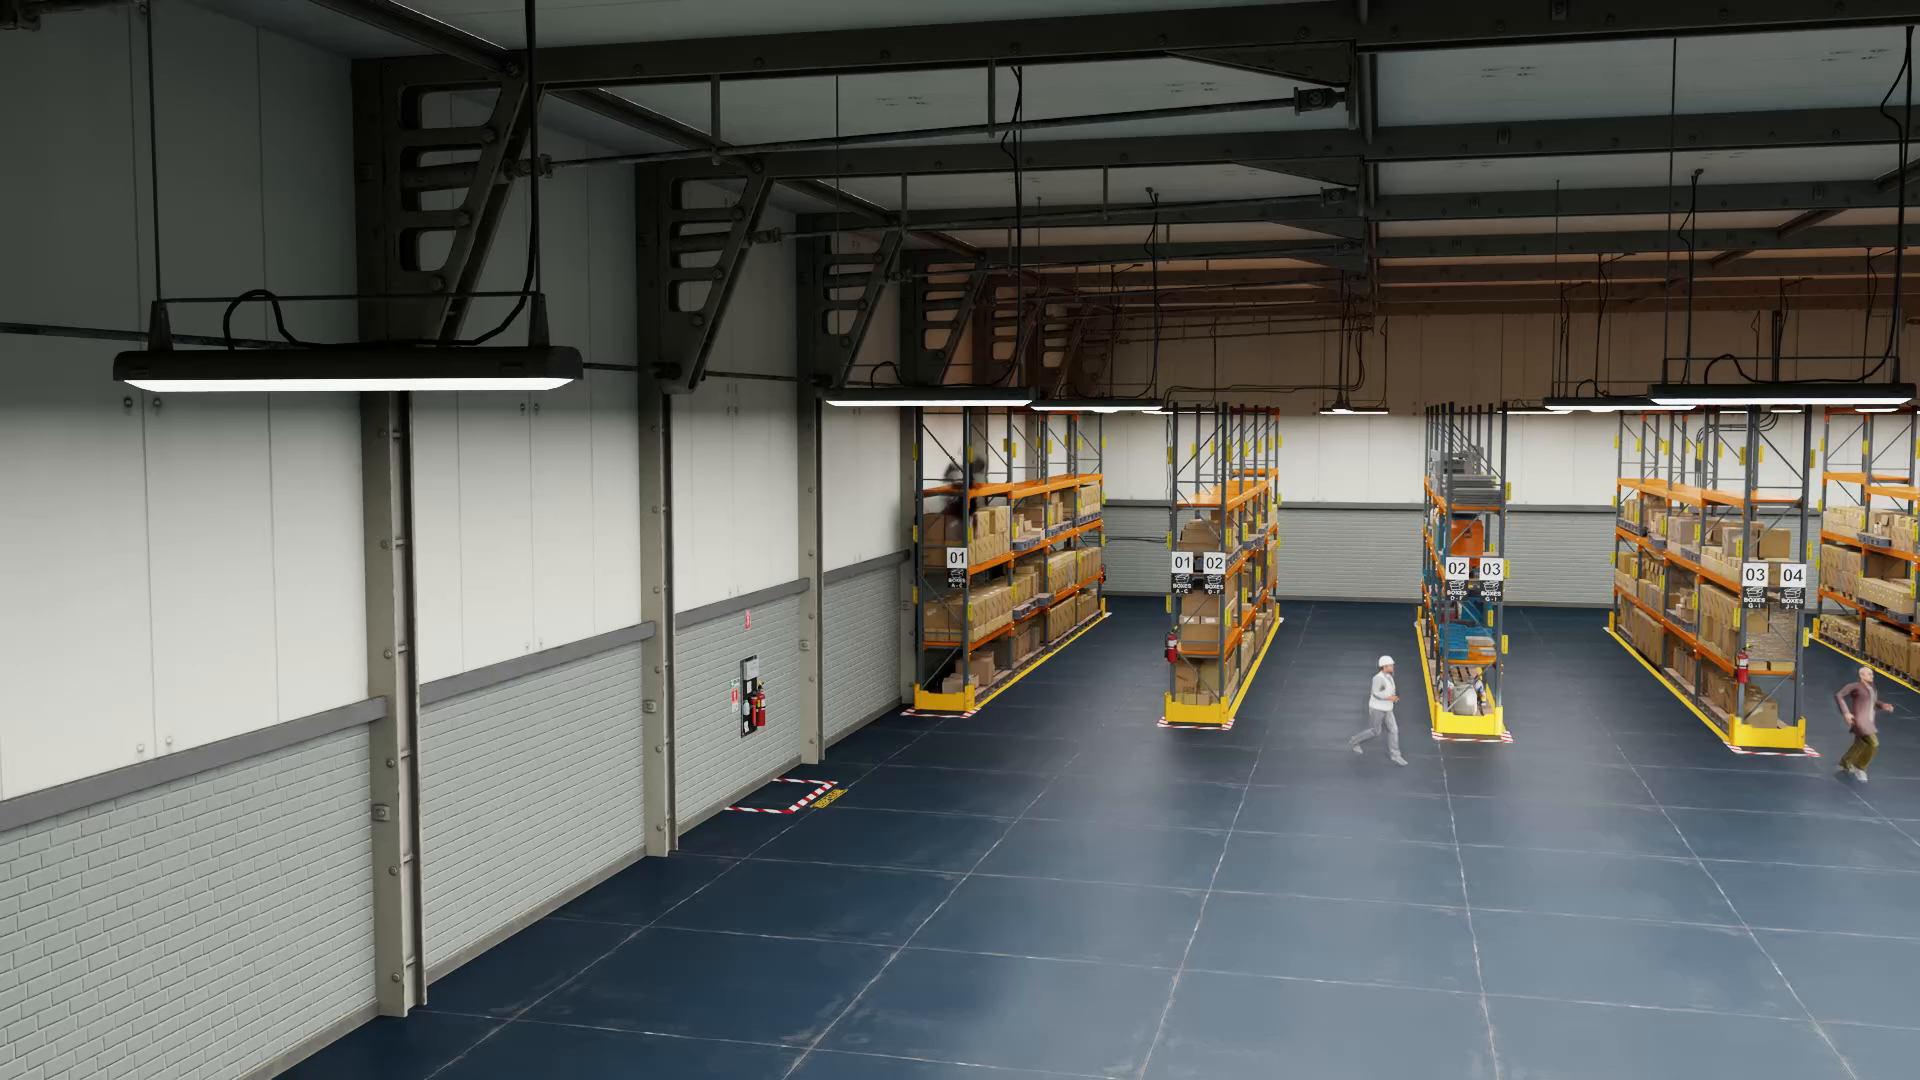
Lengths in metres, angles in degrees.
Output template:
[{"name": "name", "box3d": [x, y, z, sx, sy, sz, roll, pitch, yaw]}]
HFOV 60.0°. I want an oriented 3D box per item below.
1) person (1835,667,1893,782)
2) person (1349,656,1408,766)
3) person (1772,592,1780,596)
[{"name": "person", "box3d": [14.287, 2.912, 26.286, 0.694, 1.819, 0.802, -3, 5, -35]}, {"name": "person", "box3d": [6.963, 2.803, 27.574, 1.017, 1.778, 0.679, 3, 5, 36]}, {"name": "person", "box3d": [20.667, 1.870, 42.124, 0.601, 1.524, 0.953, 2, 5, 27]}]
